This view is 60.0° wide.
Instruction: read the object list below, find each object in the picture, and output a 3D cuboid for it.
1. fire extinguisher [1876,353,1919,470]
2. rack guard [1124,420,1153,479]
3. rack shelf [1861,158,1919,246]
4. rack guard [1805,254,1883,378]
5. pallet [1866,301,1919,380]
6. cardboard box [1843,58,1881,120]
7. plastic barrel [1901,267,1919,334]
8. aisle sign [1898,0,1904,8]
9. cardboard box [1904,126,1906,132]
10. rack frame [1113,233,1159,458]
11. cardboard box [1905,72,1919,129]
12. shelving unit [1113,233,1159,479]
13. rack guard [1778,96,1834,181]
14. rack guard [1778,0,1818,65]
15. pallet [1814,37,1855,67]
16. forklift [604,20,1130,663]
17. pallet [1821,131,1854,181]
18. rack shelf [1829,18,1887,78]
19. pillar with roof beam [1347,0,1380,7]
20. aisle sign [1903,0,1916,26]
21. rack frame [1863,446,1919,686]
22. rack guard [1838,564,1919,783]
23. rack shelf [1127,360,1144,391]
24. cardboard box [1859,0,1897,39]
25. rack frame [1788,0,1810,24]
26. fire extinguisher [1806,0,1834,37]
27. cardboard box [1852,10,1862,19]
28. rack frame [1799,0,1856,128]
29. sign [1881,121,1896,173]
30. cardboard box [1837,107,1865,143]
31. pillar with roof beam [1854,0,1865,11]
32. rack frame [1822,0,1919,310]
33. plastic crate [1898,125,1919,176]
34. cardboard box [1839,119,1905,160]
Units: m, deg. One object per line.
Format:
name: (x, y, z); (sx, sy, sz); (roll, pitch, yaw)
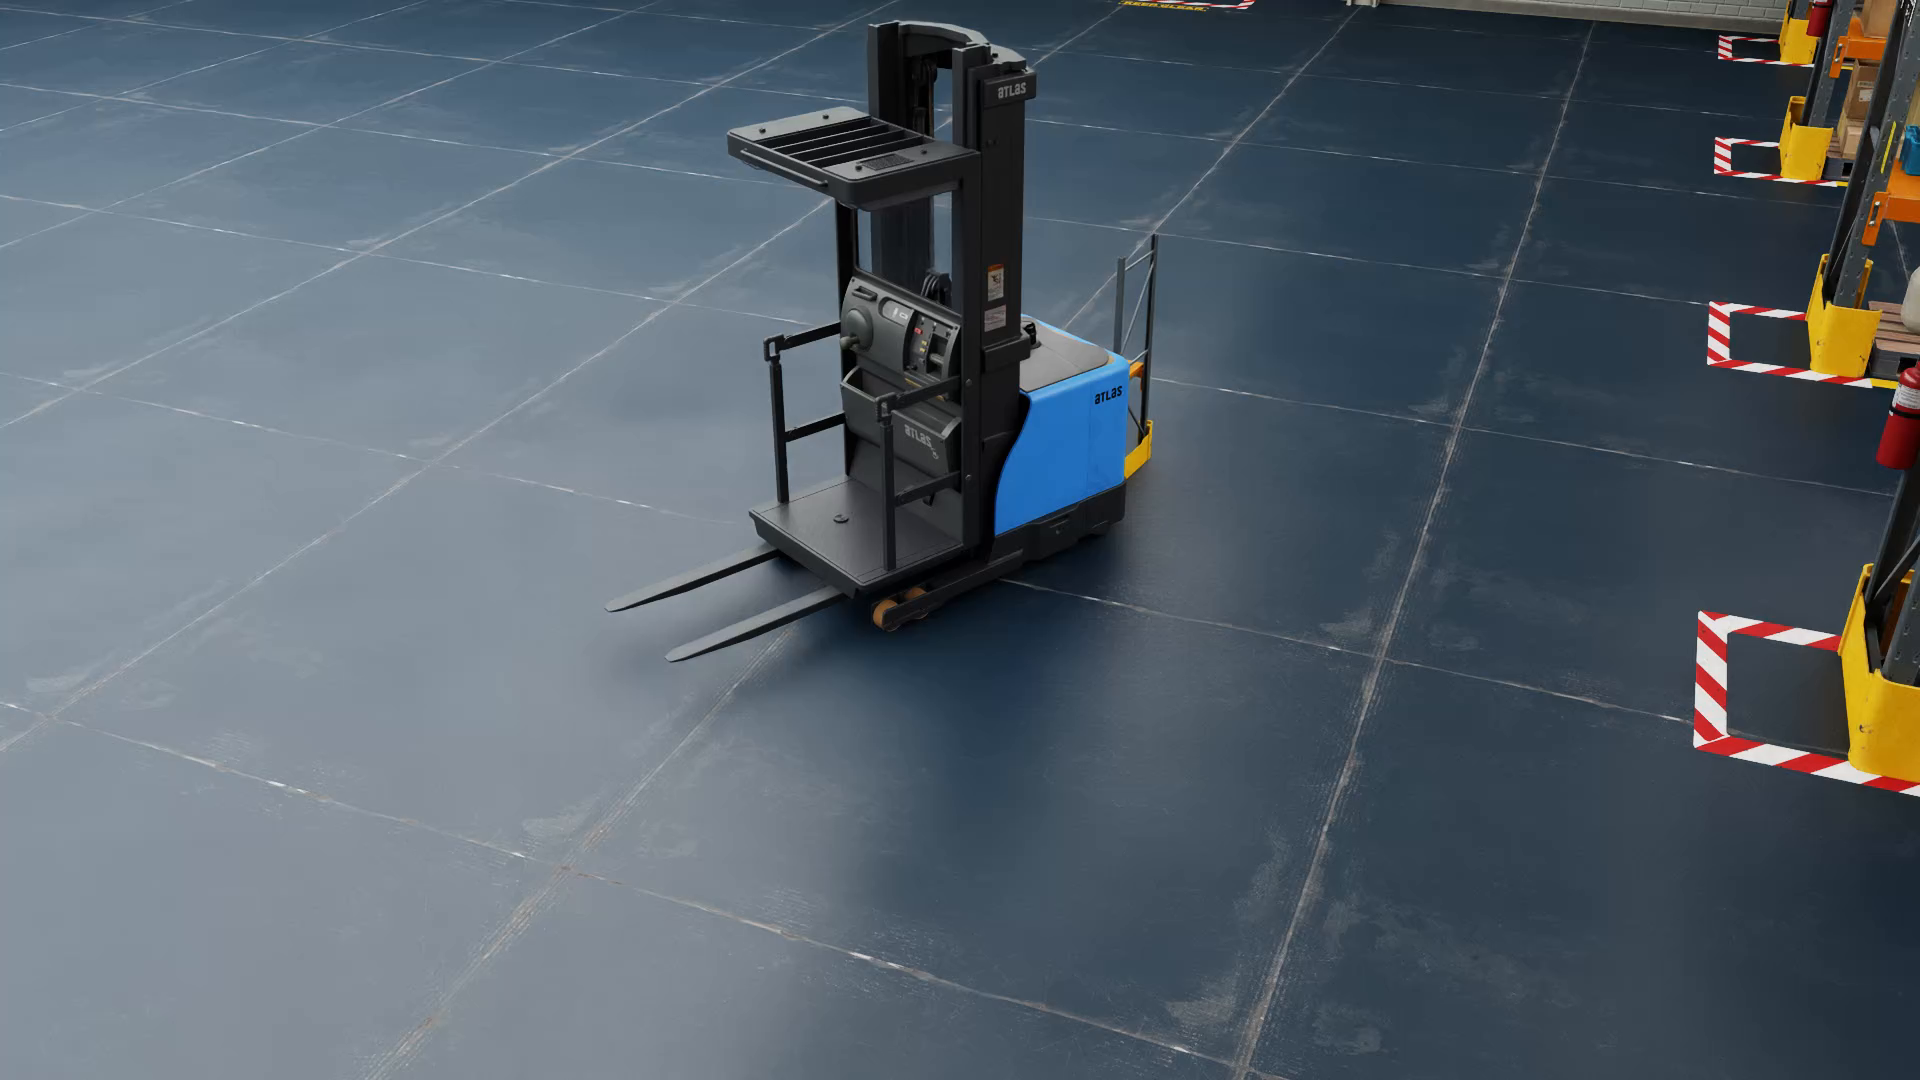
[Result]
fire extinguisher: (4.571, -0.672, 7.969); (0.183, 0.674, 0.296); (11, 31, 19)
rack guard: (1.047, -0.531, 10.436); (0.087, 0.250, 0.587); (16, 33, 26)
rack shelf: (8.219, -2.050, 11.059); (4.000, 0.370, 1.077); (11, 31, 19)
rack guard: (6.454, -1.652, 12.165); (0.348, 0.500, 1.175); (11, 31, 19)
pallet: (7.205, -1.374, 11.966); (1.213, 0.211, 1.003); (11, 31, 19)
cardboard box: (8.841, -4.339, 15.985); (0.500, 0.500, 0.500); (11, 31, 19)
plastic barrel: (7.005, -1.746, 11.892); (0.421, 0.512, 0.421); (0, 29, 0)
aisle sign: (6.411, -4.013, 11.160); (0.004, 0.787, 0.394); (11, 31, 19)
cardboard box: (9.110, -3.685, 15.589); (0.500, 0.250, 0.500); (11, 31, 19)
rack frame: (1.048, -1.075, 10.128); (0.032, 1.500, 0.500); (16, 33, 26)
cardboard box: (9.109, -4.011, 15.403); (0.500, 0.500, 0.500); (11, 31, 19)
shelving unit: (0.619, -1.201, 10.350); (1.083, 1.500, 0.587); (16, 33, 26)
rack guard: (8.210, -3.907, 16.154); (0.348, 0.500, 1.175); (11, 31, 19)
rack guard: (10.161, -6.148, 20.119); (0.348, 0.500, 1.175); (11, 31, 19)
pallet: (10.901, -5.856, 19.895); (1.213, 0.211, 1.003); (11, 31, 19)
forklift: (-0.481, -1.080, 8.682); (3.031, 2.935, 1.130); (-22, 36, -34)
pallet: (8.956, -3.654, 16.001); (1.213, 0.211, 1.003); (11, 31, 19)
rack shelf: (10.085, -4.308, 15.054); (4.000, 0.370, 1.077); (11, 31, 19)
pillar with roof beam: (3.886, -9.274, 17.012); (0.400, 9.000, 9.100); (11, 31, 19)
aisle sign: (6.189, -3.744, 10.684); (0.004, 0.787, 0.394); (11, 31, 19)
rack frame: (4.504, -0.475, 7.541); (0.127, 3.000, 1.000); (11, 31, 19)
rack guard: (4.574, 0.628, 8.131); (0.348, 0.500, 1.175); (11, 31, 19)
rack shelf: (0.611, -1.046, 10.442); (1.000, 0.185, 0.538); (16, 33, 26)
cardboard box: (8.660, -4.942, 15.344); (0.500, 0.500, 0.700); (11, 31, 19)
rack frame: (10.091, -7.250, 19.529); (0.127, 3.000, 1.000); (11, 31, 19)
fire extinguisher: (8.297, -5.191, 15.964); (0.183, 0.674, 0.296); (11, 31, 19)
cardboard box: (10.698, -6.102, 19.783); (0.500, 0.311, 0.500); (8, 30, 13)
rack frame: (8.232, -4.991, 15.531); (0.127, 3.000, 1.000); (11, 31, 19)
sign: (6.155, -2.603, 11.026); (0.005, 0.325, 0.100); (11, 31, 19)
cardboard box: (8.840, -4.012, 16.167); (0.500, 0.250, 0.500); (11, 31, 19)
pillar with roof beam: (9.446, -8.164, 15.048); (0.400, 9.000, 9.100); (11, 31, 19)
rack frame: (6.366, -2.733, 11.537); (0.127, 3.000, 1.000); (11, 31, 19)
plastic crate: (6.942, -2.712, 11.651); (0.616, 0.251, 0.499); (11, 31, 19)
cardboard box: (8.645, -3.776, 15.750); (0.500, 0.250, 0.500); (11, 31, 19)
